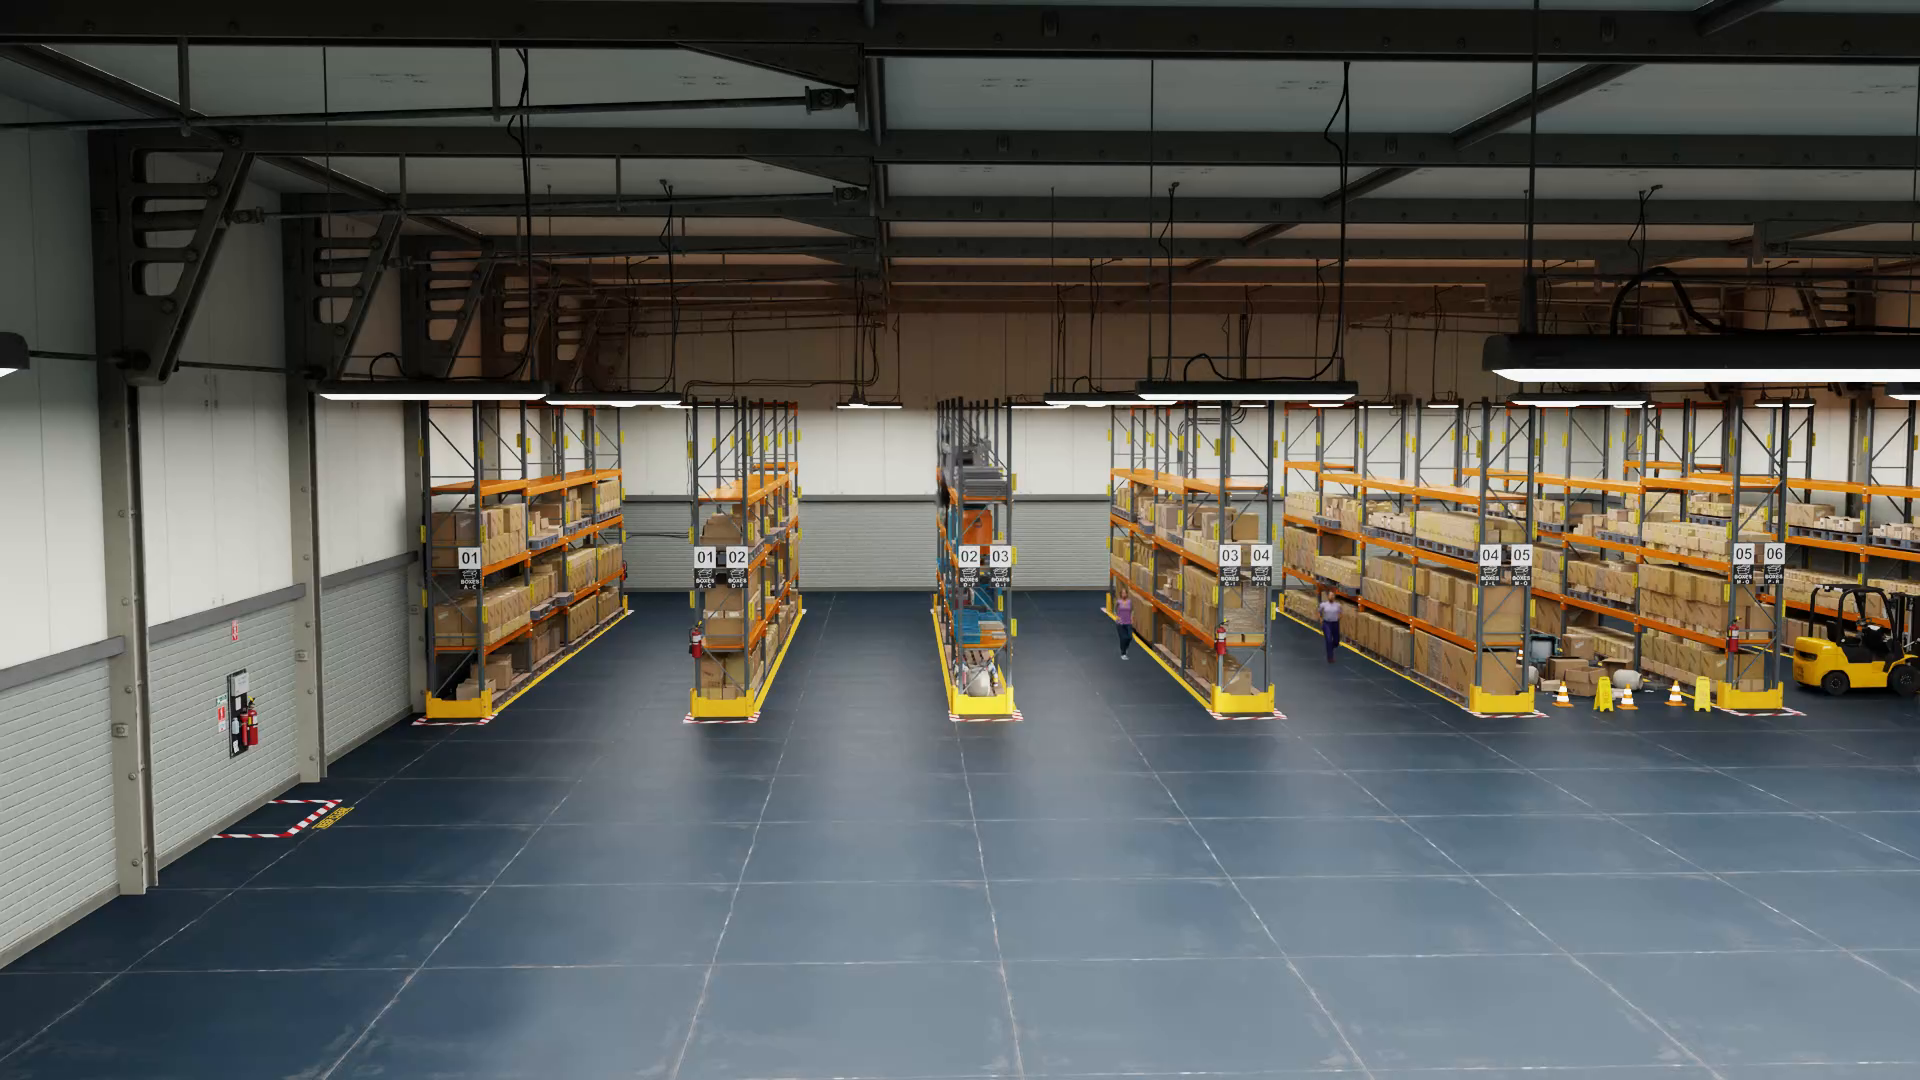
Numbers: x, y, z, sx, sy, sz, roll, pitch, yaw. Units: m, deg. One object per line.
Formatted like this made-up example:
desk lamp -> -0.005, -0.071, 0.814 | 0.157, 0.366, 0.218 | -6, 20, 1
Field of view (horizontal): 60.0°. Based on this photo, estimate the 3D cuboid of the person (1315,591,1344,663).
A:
person -> 8.474, 1.976, 38.066 | 0.620, 1.613, 0.823 | 0, 4, -4

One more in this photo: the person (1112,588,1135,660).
person -> 3.597, 1.841, 36.385 | 0.512, 1.567, 0.491 | 0, 4, -6
